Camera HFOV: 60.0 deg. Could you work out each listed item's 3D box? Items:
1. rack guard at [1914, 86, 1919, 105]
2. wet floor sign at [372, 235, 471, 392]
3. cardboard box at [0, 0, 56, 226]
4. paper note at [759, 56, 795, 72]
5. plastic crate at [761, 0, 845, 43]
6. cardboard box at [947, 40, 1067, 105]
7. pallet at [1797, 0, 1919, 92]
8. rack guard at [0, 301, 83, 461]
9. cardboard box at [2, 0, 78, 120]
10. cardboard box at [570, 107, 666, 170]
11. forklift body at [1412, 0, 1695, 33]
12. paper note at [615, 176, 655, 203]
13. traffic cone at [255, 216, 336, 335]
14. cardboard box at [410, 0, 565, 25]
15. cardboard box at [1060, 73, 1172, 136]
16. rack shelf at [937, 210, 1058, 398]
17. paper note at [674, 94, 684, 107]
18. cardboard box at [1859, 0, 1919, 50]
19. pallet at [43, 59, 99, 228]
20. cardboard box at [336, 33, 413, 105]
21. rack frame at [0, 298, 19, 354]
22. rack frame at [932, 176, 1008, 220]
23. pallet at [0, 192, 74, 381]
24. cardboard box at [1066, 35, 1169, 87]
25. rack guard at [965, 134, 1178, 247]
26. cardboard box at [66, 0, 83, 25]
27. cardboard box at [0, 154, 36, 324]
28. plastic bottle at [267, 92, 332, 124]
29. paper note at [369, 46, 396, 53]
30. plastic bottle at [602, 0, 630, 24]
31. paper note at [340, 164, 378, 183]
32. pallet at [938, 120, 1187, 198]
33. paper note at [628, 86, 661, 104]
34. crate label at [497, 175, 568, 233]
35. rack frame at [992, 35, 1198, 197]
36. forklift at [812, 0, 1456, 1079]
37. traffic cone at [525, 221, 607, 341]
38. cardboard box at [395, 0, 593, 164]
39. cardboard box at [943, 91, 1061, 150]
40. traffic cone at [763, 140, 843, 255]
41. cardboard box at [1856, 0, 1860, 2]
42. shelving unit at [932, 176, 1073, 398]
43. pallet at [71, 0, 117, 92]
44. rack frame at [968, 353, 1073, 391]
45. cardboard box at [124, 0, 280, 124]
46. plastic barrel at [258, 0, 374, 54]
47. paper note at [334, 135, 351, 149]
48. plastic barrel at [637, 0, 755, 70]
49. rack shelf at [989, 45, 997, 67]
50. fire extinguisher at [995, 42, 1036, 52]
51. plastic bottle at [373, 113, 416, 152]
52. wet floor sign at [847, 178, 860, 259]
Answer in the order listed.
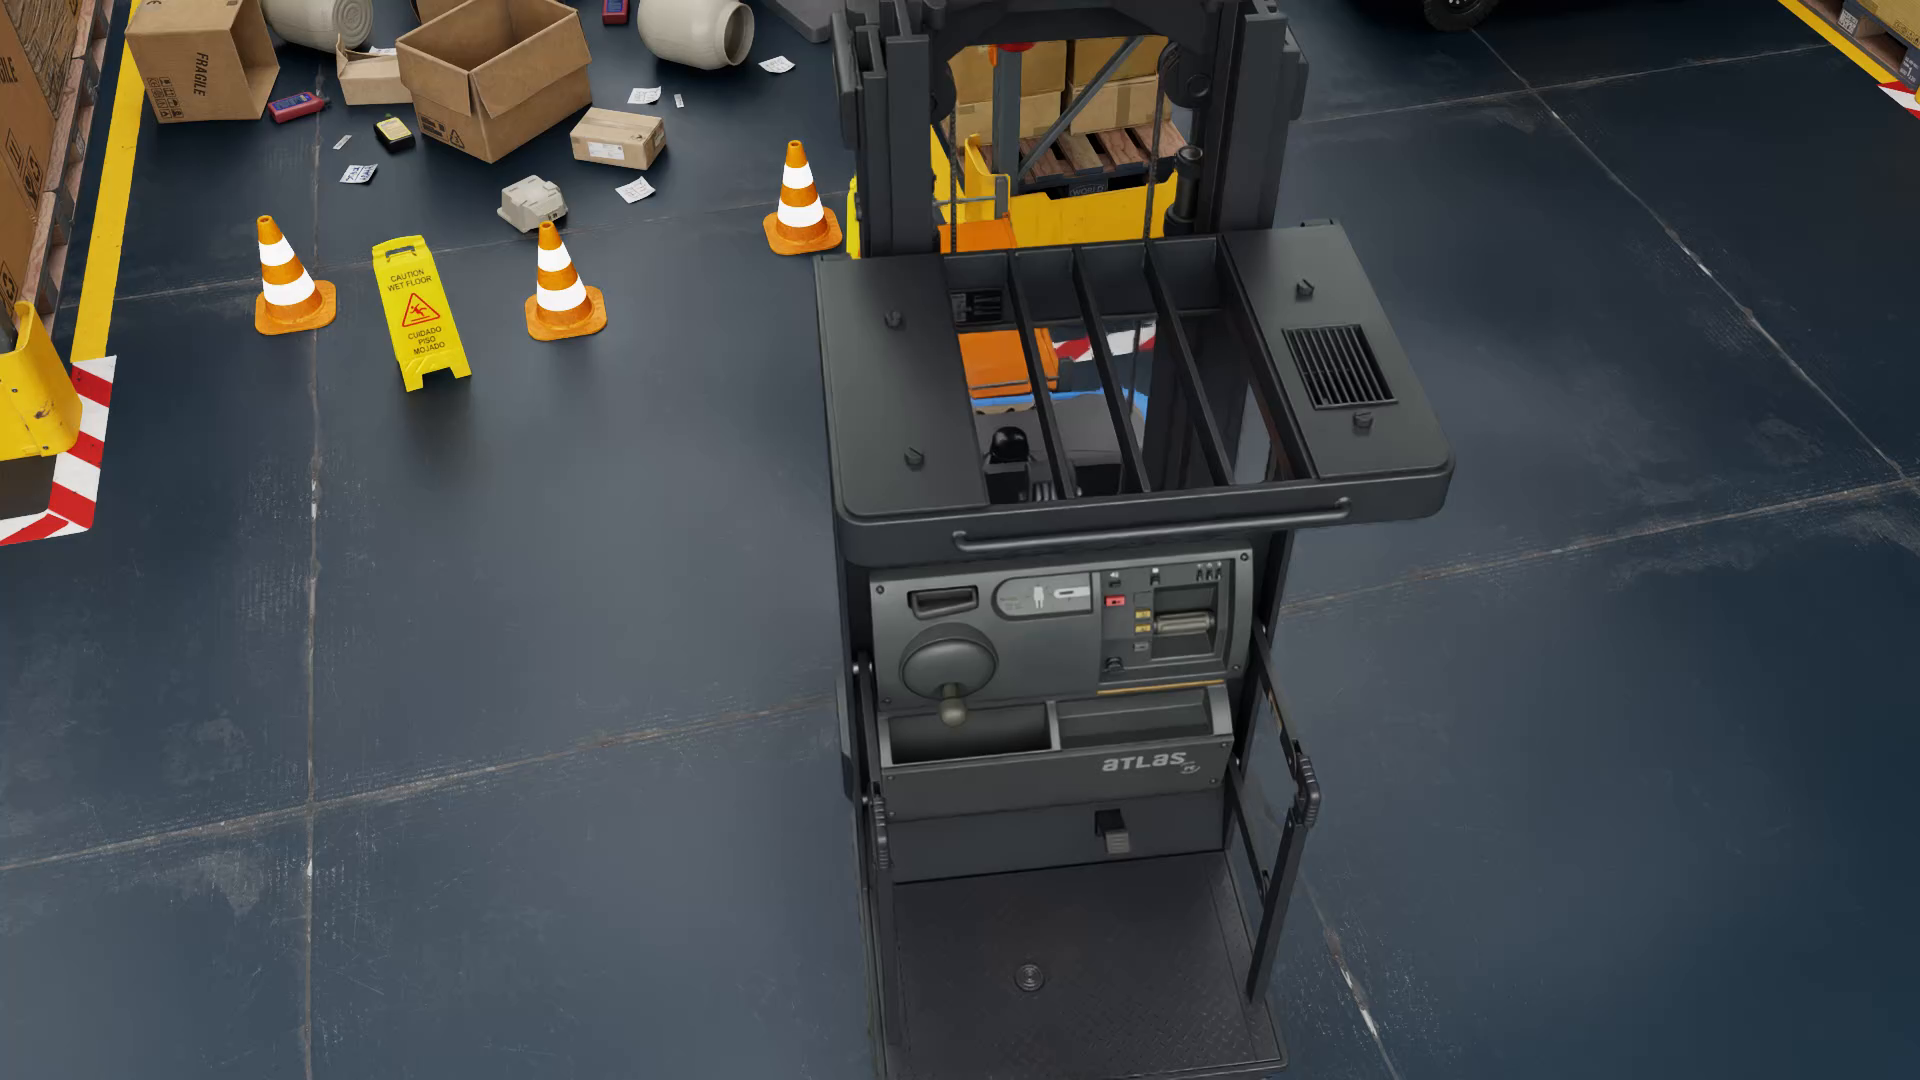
[{"bbox_3d":[5.438,-2.425,8.276,1.175,0.500,0.348,-11,47,-10],"label":"rack guard"},{"bbox_3d":[-2.203,-0.949,6.729,0.267,0.644,0.232,-18,48,-17],"label":"wet floor sign"},{"bbox_3d":[-4.589,-1.898,7.203,0.875,0.875,0.875,-11,47,-11],"label":"cardboard box"},{"bbox_3d":[-0.951,-2.478,8.658,0.142,0.019,0.148,-26,51,-24],"label":"paper note"},{"bbox_3d":[-0.780,-2.912,9.048,0.402,0.080,0.583,-26,51,-24],"label":"plastic crate"},{"bbox_3d":[0.178,-2.359,7.567,0.500,0.500,0.500,-10,46,-10],"label":"cardboard box"},{"bbox_3d":[5.196,-2.861,8.906,1.003,0.211,1.213,-11,47,-10],"label":"pallet"},{"bbox_3d":[-4.118,-0.540,6.429,1.175,0.500,0.348,-11,47,-10],"label":"rack guard"},{"bbox_3d":[-4.820,-2.528,7.820,0.875,0.875,0.875,-10,46,-10],"label":"cardboard box"},{"bbox_3d":[-1.653,-1.943,8.050,0.380,0.149,0.250,11,47,11],"label":"cardboard box"},{"bbox_3d":[3.183,-3.995,8.659,2.313,2.155,1.214,-11,47,-10],"label":"forklift body"},{"bbox_3d":[-1.531,-1.656,7.851,0.148,0.019,0.142,-26,51,-24],"label":"paper note"},{"bbox_3d":[-2.887,-1.170,7.072,0.336,0.463,0.334,-11,47,-10],"label":"traffic cone"},{"bbox_3d":[-2.509,-2.974,8.717,0.797,0.637,0.503,-11,47,-10],"label":"cardboard box"},{"bbox_3d":[0.696,-2.198,7.935,0.500,0.250,0.500,-11,47,-11],"label":"cardboard box"},{"bbox_3d":[0.016,-0.717,5.755,0.538,0.278,1.000,-7,46,-7],"label":"rack shelf"},{"bbox_3d":[-1.424,-2.226,8.425,0.032,0.001,0.123,-11,47,-10],"label":"paper note"},{"bbox_3d":[5.007,-2.767,8.493,0.500,0.250,0.500,-10,46,-10],"label":"cardboard box"},{"bbox_3d":[-4.713,-1.834,7.899,1.003,0.211,1.213,-11,47,-10],"label":"pallet"},{"bbox_3d":[-2.928,-2.386,8.402,0.396,0.266,0.258,-3,46,-3],"label":"cardboard box"},{"bbox_3d":[-4.124,-1.431,5.552,1.000,3.000,0.127,-11,47,-10],"label":"rack frame"},{"bbox_3d":[-0.076,-0.869,6.314,0.500,1.125,0.032,-7,46,-7],"label":"rack frame"},{"bbox_3d":[-4.405,-0.993,7.075,1.003,0.211,1.213,-11,47,-10],"label":"pallet"},{"bbox_3d":[0.689,-2.477,7.683,0.500,0.500,0.500,-12,47,-12],"label":"cardboard box"},{"bbox_3d":[0.615,-1.584,7.452,1.175,0.500,0.348,-11,47,-10],"label":"rack guard"},{"bbox_3d":[-5.055,-3.149,8.430,0.875,0.875,0.875,-10,46,-10],"label":"cardboard box"},{"bbox_3d":[-4.362,-1.291,6.608,0.875,0.875,0.875,-10,47,-10],"label":"cardboard box"},{"bbox_3d":[-3.312,-2.182,8.345,0.283,0.061,0.133,-26,51,-24],"label":"plastic bottle"},{"bbox_3d":[-3.032,-2.548,8.731,0.172,0.023,0.155,4,46,4],"label":"paper note"},{"bbox_3d":[-1.872,-2.905,9.054,0.133,0.061,0.283,-3,46,-3],"label":"plastic bottle"},{"bbox_3d":[-2.874,-1.756,7.950,0.144,0.017,0.142,4,46,4],"label":"paper note"},{"bbox_3d":[0.442,-2.050,8.111,1.003,0.211,1.213,-11,47,-10],"label":"pallet"},{"bbox_3d":[-1.604,-2.265,8.457,0.148,0.019,0.142,4,46,4],"label":"paper note"},{"bbox_3d":[-1.969,-1.559,7.682,0.250,0.136,0.298,-35,55,-30],"label":"crate label"},{"bbox_3d":[0.635,-2.406,6.508,1.000,3.000,0.127,-11,47,-10],"label":"rack frame"},{"bbox_3d":[0.279,0.321,3.884,1.130,2.935,3.031,-5,46,-5],"label":"forklift"},{"bbox_3d":[-1.708,-1.141,7.045,0.336,0.463,0.334,-11,47,-10],"label":"traffic cone"},{"bbox_3d":[-2.262,-2.282,8.134,0.637,0.503,0.797,27,51,24],"label":"cardboard box"},{"bbox_3d":[0.162,-2.116,7.855,0.500,0.250,0.500,-11,47,-11],"label":"cardboard box"},{"bbox_3d":[-0.722,-1.579,7.474,0.336,0.463,0.334,-11,47,-10],"label":"traffic cone"},{"bbox_3d":[4.888,-3.113,8.831,0.500,0.250,0.500,-11,47,-10],"label":"cardboard box"},{"bbox_3d":[0.016,-0.512,5.964,0.538,1.125,1.048,-7,46,-7],"label":"shelving unit"},{"bbox_3d":[-5.029,-2.678,8.726,1.003,0.211,1.213,-11,47,-10],"label":"pallet"},{"bbox_3d":[0.107,-0.155,5.614,0.500,1.125,0.032,-7,46,-7],"label":"rack frame"},{"bbox_3d":[-3.759,-2.435,8.284,0.500,0.500,0.500,-3,46,-3],"label":"cardboard box"},{"bbox_3d":[-3.375,-2.788,8.686,0.512,0.421,0.421,19,48,17],"label":"plastic barrel"},{"bbox_3d":[-3.030,-1.952,8.156,0.032,0.001,0.123,11,47,11],"label":"paper note"},{"bbox_3d":[-1.357,-2.654,8.554,0.512,0.421,0.421,19,48,17],"label":"plastic barrel"},{"bbox_3d":[0.123,-3.535,8.118,1.077,0.370,4.000,-11,47,-10],"label":"rack shelf"},{"bbox_3d":[0.219,-2.216,6.375,0.296,0.674,0.183,-11,47,-10],"label":"fire extinguisher"},{"bbox_3d":[-2.794,-2.009,8.176,0.133,0.061,0.283,-26,51,-24],"label":"plastic bottle"},{"bbox_3d":[-0.351,-1.255,7.028,0.267,0.644,0.232,4,46,4],"label":"wet floor sign"}]
